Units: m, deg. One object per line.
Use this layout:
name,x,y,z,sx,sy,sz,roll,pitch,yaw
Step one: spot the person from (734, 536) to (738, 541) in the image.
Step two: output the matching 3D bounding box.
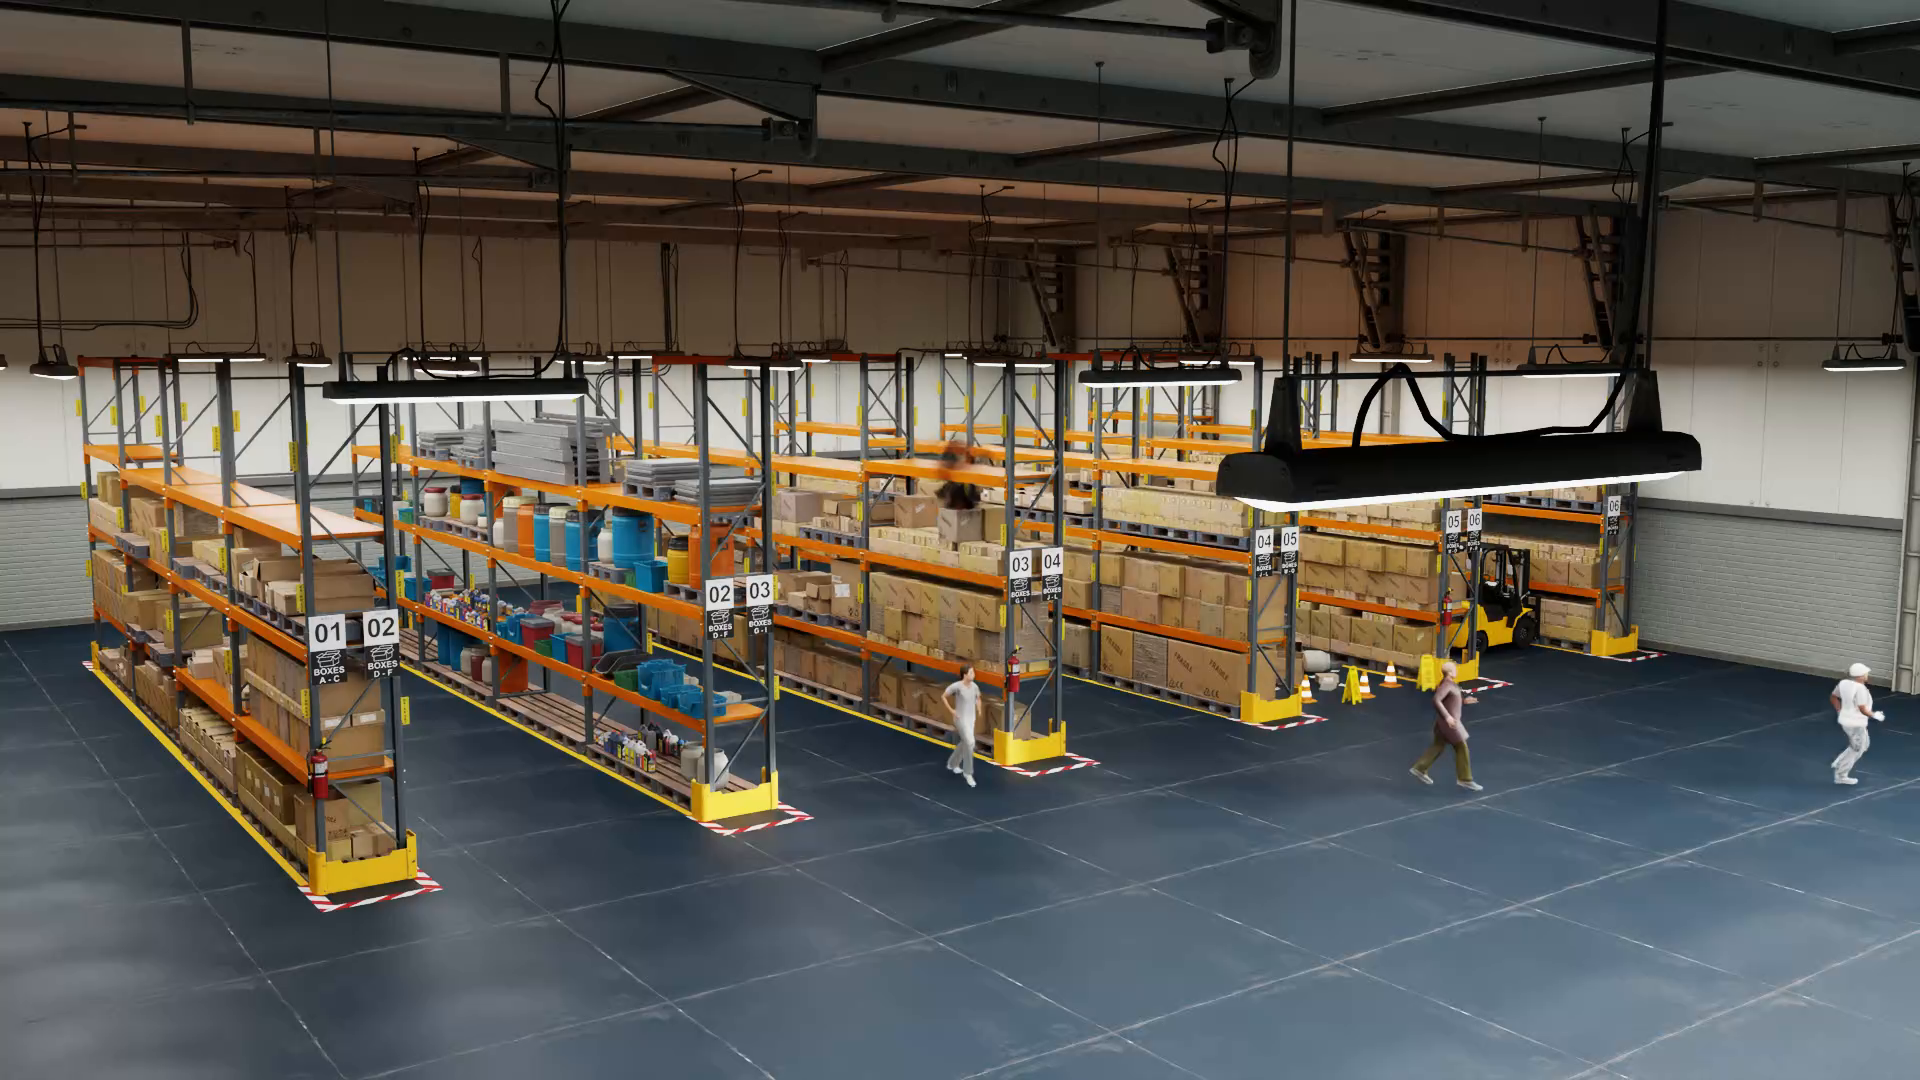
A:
person,-5.447,0.719,39.703,0.640,1.624,0.738,-1,7,-9

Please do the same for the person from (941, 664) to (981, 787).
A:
person,0.072,2.623,23.879,0.567,1.703,0.785,-7,10,-43

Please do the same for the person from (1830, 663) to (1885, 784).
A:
person,12.738,2.604,23.570,0.580,1.741,0.679,1,7,6

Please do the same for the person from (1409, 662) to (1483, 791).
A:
person,6.842,2.597,23.325,0.993,1.795,0.694,1,7,4
